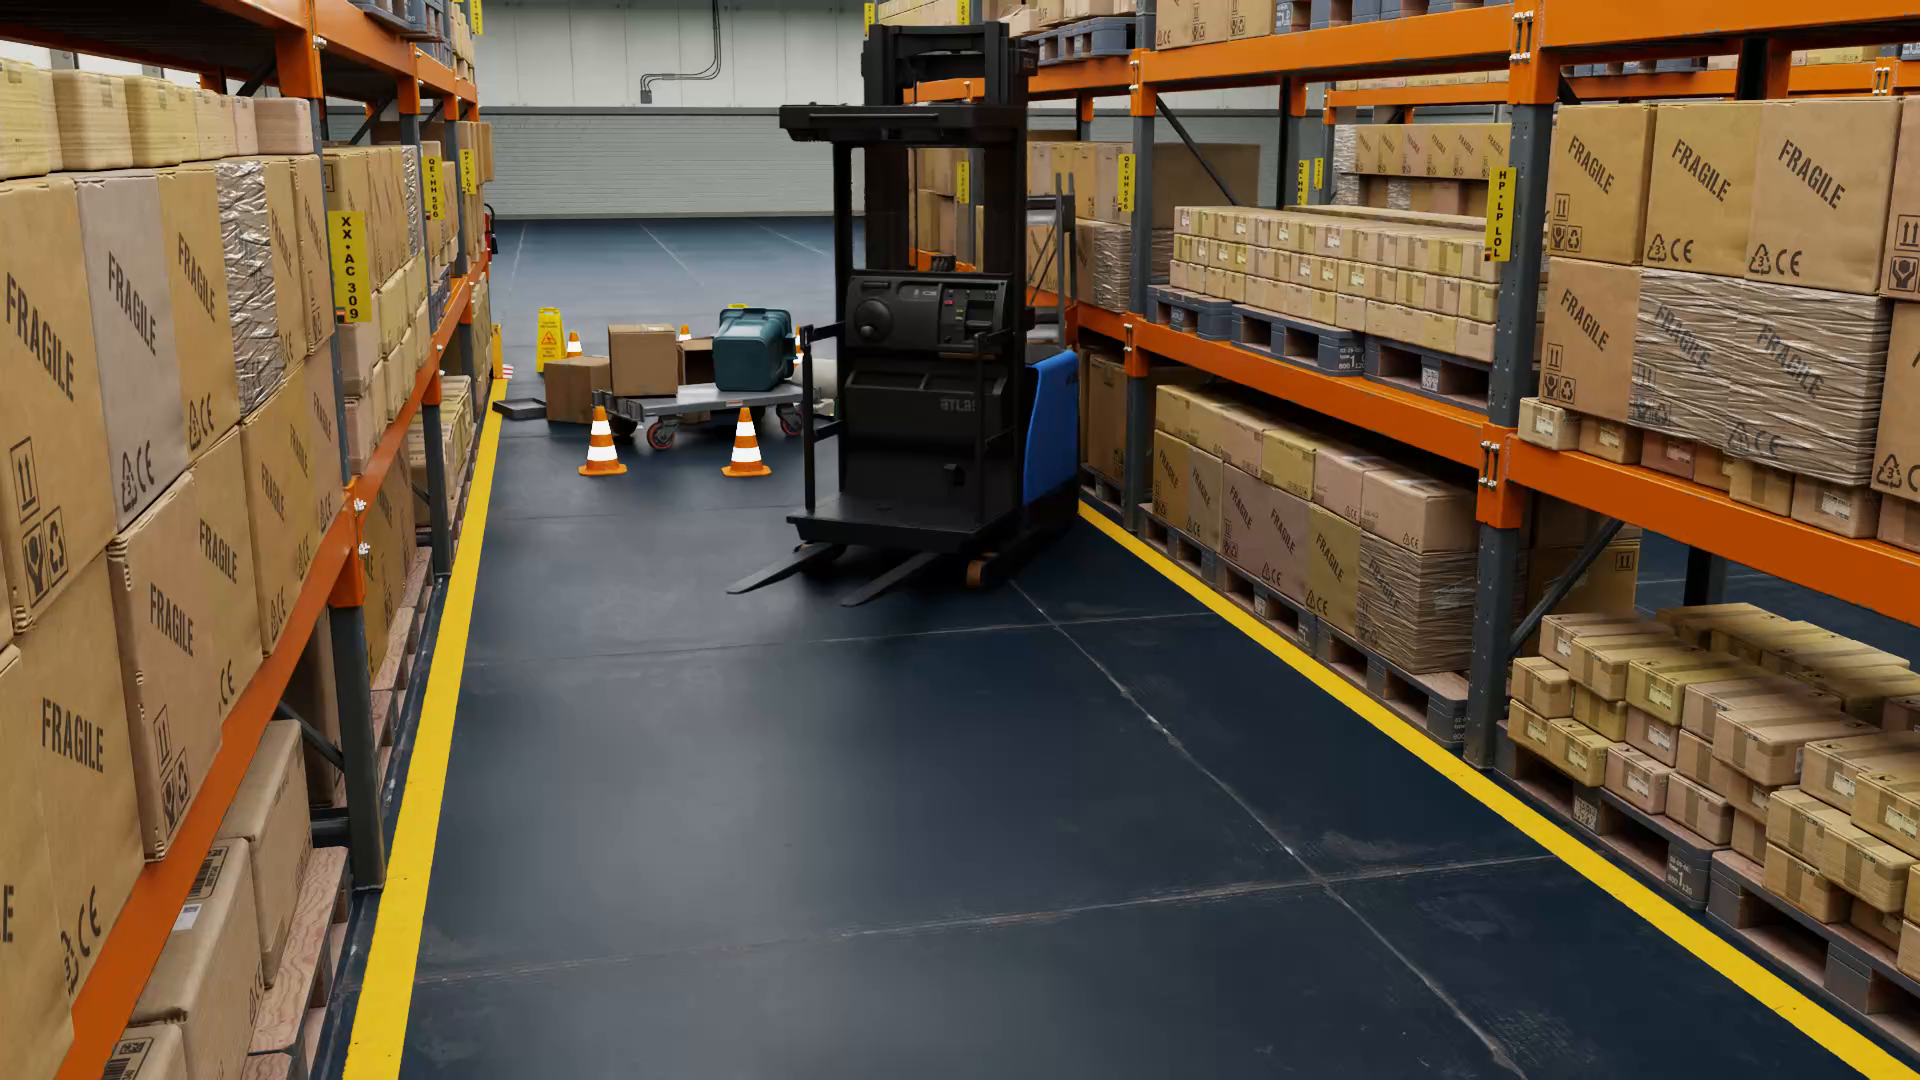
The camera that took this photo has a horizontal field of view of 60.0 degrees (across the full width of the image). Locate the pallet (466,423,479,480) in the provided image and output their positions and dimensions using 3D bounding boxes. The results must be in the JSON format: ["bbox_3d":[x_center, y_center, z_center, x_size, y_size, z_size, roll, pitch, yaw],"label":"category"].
[{"bbox_3d":[-4.040,-0.629,12.058,1.003,0.211,1.213,-3,14,-13],"label":"pallet"}]

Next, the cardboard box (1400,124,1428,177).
[{"bbox_3d":[4.687,-3.829,16.336,0.500,0.500,0.500,-3,14,-13],"label":"cardboard box"}]

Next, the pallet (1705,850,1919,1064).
[{"bbox_3d":[2.925,1.172,4.683,1.003,0.211,1.213,-3,14,-13],"label":"pallet"}]

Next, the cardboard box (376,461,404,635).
[{"bbox_3d":[-2.998,-0.043,7.373,0.875,0.875,0.875,-3,14,-13],"label":"cardboard box"}]

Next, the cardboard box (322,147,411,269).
[{"bbox_3d":[-2.670,-1.437,7.173,0.500,0.500,0.500,-3,14,-13],"label":"cardboard box"}]

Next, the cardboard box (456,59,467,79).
[{"bbox_3d":[-4.276,-3.886,13.723,0.380,0.149,0.250,-4,14,-14],"label":"cardboard box"}]

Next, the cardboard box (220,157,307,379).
[{"bbox_3d":[-1.854,-0.641,3.914,0.500,0.500,0.500,-3,14,-14],"label":"cardboard box"}]

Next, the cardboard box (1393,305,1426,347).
[{"bbox_3d":[2.039,-0.897,6.923,0.380,0.149,0.250,-3,14,-13],"label":"cardboard box"}]

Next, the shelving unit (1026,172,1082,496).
[{"bbox_3d":[0.515,-1.268,10.635,0.431,2.100,0.503,1,12,13],"label":"shelving unit"}]

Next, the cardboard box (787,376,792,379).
[{"bbox_3d":[-1.630,-1.428,15.214,0.396,0.266,0.258,-1,14,-3],"label":"cardboard box"}]

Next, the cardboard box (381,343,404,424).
[{"bbox_3d":[-2.420,-0.600,6.377,0.500,0.250,0.500,-3,14,-14],"label":"cardboard box"}]

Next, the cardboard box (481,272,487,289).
[{"bbox_3d":[-4.570,-2.383,15.321,0.380,0.149,0.250,-3,14,-12],"label":"cardboard box"}]

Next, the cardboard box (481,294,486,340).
[{"bbox_3d":[-4.484,-1.911,14.759,0.500,0.500,0.500,-4,14,-15],"label":"cardboard box"}]

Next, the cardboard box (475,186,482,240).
[{"bbox_3d":[-4.541,-2.938,14.795,0.500,0.500,0.500,-3,14,-13],"label":"cardboard box"}]

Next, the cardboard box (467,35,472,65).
[{"bbox_3d":[-4.538,-4.276,14.480,0.500,0.250,0.500,-3,14,-12],"label":"cardboard box"}]

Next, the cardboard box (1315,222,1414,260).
[{"bbox_3d":[1.854,-1.370,7.607,0.380,0.149,0.250,-4,14,-16],"label":"cardboard box"}]

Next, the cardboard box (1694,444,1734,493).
[{"bbox_3d":[2.496,-0.234,5.096,0.380,0.149,0.250,-4,14,-16],"label":"cardboard box"}]

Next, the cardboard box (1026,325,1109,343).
[{"bbox_3d":[1.020,-1.213,12.426,1.050,0.750,0.750,-3,14,-13],"label":"cardboard box"}]

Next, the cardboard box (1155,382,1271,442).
[{"bbox_3d":[1.430,-0.721,9.361,0.500,0.250,0.500,-4,14,-16],"label":"cardboard box"}]

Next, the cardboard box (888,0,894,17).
[{"bbox_3d":[-0.488,-5.149,16.115,0.380,0.149,0.250,-3,14,-14],"label":"cardboard box"}]

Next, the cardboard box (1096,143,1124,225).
[{"bbox_3d":[1.288,-2.295,10.682,0.700,0.500,0.500,-3,14,-14],"label":"cardboard box"}]

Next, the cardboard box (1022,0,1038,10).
[{"bbox_3d":[0.721,-4.372,13.777,0.500,0.250,0.500,-3,14,-13],"label":"cardboard box"}]

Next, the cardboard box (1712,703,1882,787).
[{"bbox_3d":[2.501,0.610,4.977,0.380,0.149,0.250,-3,14,-12],"label":"cardboard box"}]

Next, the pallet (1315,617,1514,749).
[{"bbox_3d":[2.259,0.558,7.198,1.003,0.211,1.213,-3,14,-13],"label":"pallet"}]

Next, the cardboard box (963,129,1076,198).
[{"bbox_3d":[0.511,-3.147,13.897,0.875,0.550,0.550,-3,14,-13],"label":"cardboard box"}]

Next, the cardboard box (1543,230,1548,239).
[{"bbox_3d":[2.668,-1.228,7.023,0.380,0.149,0.250,-3,14,-13],"label":"cardboard box"}]

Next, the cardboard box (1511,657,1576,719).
[{"bbox_3d":[2.217,0.521,5.970,0.380,0.149,0.250,-3,14,-11],"label":"cardboard box"}]

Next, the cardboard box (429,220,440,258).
[{"bbox_3d":[-3.294,-1.874,9.556,0.500,0.500,0.500,-3,14,-10],"label":"cardboard box"}]

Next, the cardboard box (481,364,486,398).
[{"bbox_3d":[-4.236,-1.305,13.859,0.500,0.250,0.500,-2,14,-10],"label":"cardboard box"}]

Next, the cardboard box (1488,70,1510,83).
[{"bbox_3d":[5.048,-4.191,14.755,0.500,0.250,0.500,-3,14,-11],"label":"cardboard box"}]

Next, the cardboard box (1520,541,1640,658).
[{"bbox_3d":[2.527,0.208,7.138,0.500,0.500,0.500,-3,14,-11],"label":"cardboard box"}]

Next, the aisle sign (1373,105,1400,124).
[{"bbox_3d":[4.747,-4.932,18.318,0.394,0.787,0.004,-3,14,-13],"label":"aisle sign"}]

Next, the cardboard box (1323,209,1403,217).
[{"bbox_3d":[2.183,-1.705,8.976,0.380,0.149,0.250,-3,14,-11],"label":"cardboard box"}]

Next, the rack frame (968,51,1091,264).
[{"bbox_3d":[0.564,-2.463,13.687,1.000,3.000,0.127,-3,14,-13],"label":"rack frame"}]

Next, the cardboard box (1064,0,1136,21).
[{"bbox_3d":[0.966,-3.431,10.421,0.500,0.311,0.500,-3,14,-13],"label":"cardboard box"}]

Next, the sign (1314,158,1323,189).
[{"bbox_3d":[3.942,-4.029,18.273,0.100,0.325,0.005,-3,14,-13],"label":"sign"}]

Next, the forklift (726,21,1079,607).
[{"bbox_3d":[-0.265,-1.264,8.926,1.130,2.935,3.031,5,15,20],"label":"forklift"}]

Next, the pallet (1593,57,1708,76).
[{"bbox_3d":[5.697,-3.694,12.803,1.213,0.211,1.003,-3,14,-13],"label":"pallet"}]

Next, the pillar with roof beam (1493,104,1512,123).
[{"bbox_3d":[10.098,-12.564,42.394,9.100,9.000,0.400,-3,14,-13],"label":"pillar with roof beam"}]

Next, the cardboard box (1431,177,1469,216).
[{"bbox_3d":[5.065,-3.243,16.044,0.875,0.500,0.500,-3,14,-13],"label":"cardboard box"}]

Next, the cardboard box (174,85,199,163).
[{"bbox_3d":[-1.724,-0.815,3.261,0.380,0.149,0.250,-4,14,-14],"label":"cardboard box"}]

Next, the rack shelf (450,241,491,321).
[{"bbox_3d":[-4.694,-2.275,14.436,1.077,0.370,4.000,-3,14,-13],"label":"rack shelf"}]

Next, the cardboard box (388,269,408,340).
[{"bbox_3d":[-2.537,-0.958,6.792,0.500,0.250,0.500,-4,14,-15],"label":"cardboard box"}]

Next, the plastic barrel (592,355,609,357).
[{"bbox_3d":[-3.207,-1.443,14.940,0.512,0.421,0.421,7,15,26],"label":"plastic barrel"}]

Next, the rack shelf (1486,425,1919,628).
[{"bbox_3d":[2.913,0.194,4.329,1.077,0.370,4.000,-3,14,-13],"label":"rack shelf"}]

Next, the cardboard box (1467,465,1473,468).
[{"bbox_3d":[2.399,-0.279,7.551,0.500,0.250,0.500,-3,14,-12],"label":"cardboard box"}]

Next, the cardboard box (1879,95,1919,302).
[{"bbox_3d":[2.656,-0.823,4.031,0.500,0.500,0.500,-4,14,-15],"label":"cardboard box"}]

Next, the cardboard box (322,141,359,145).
[{"bbox_3d":[-4.102,-2.502,10.761,0.380,0.149,0.250,-2,14,-10],"label":"cardboard box"}]

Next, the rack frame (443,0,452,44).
[{"bbox_3d":[-4.224,-5.078,11.750,1.000,3.000,0.127,-3,14,-13],"label":"rack frame"}]

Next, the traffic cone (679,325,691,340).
[{"bbox_3d":[-2.809,-1.967,17.003,0.336,0.463,0.334,-3,14,-13],"label":"traffic cone"}]

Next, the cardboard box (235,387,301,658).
[{"bbox_3d":[-1.729,-0.040,3.560,0.500,0.500,0.500,-3,14,-14],"label":"cardboard box"}]

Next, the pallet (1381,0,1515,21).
[{"bbox_3d":[2.401,-2.131,6.406,1.213,0.211,1.003,-3,14,-13],"label":"pallet"}]

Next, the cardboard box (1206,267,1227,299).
[{"bbox_3d":[1.539,-1.383,8.913,0.380,0.149,0.250,-3,14,-10],"label":"cardboard box"}]

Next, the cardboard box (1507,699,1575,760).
[{"bbox_3d":[2.216,0.666,6.004,0.380,0.149,0.250,-4,14,-16],"label":"cardboard box"}]

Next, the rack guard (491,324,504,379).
[{"bbox_3d":[-5.145,-1.854,16.464,1.175,0.500,0.348,-3,14,-13],"label":"rack guard"}]

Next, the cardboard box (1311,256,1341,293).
[{"bbox_3d":[1.844,-1.228,7.652,0.380,0.149,0.250,-3,14,-13],"label":"cardboard box"}]
